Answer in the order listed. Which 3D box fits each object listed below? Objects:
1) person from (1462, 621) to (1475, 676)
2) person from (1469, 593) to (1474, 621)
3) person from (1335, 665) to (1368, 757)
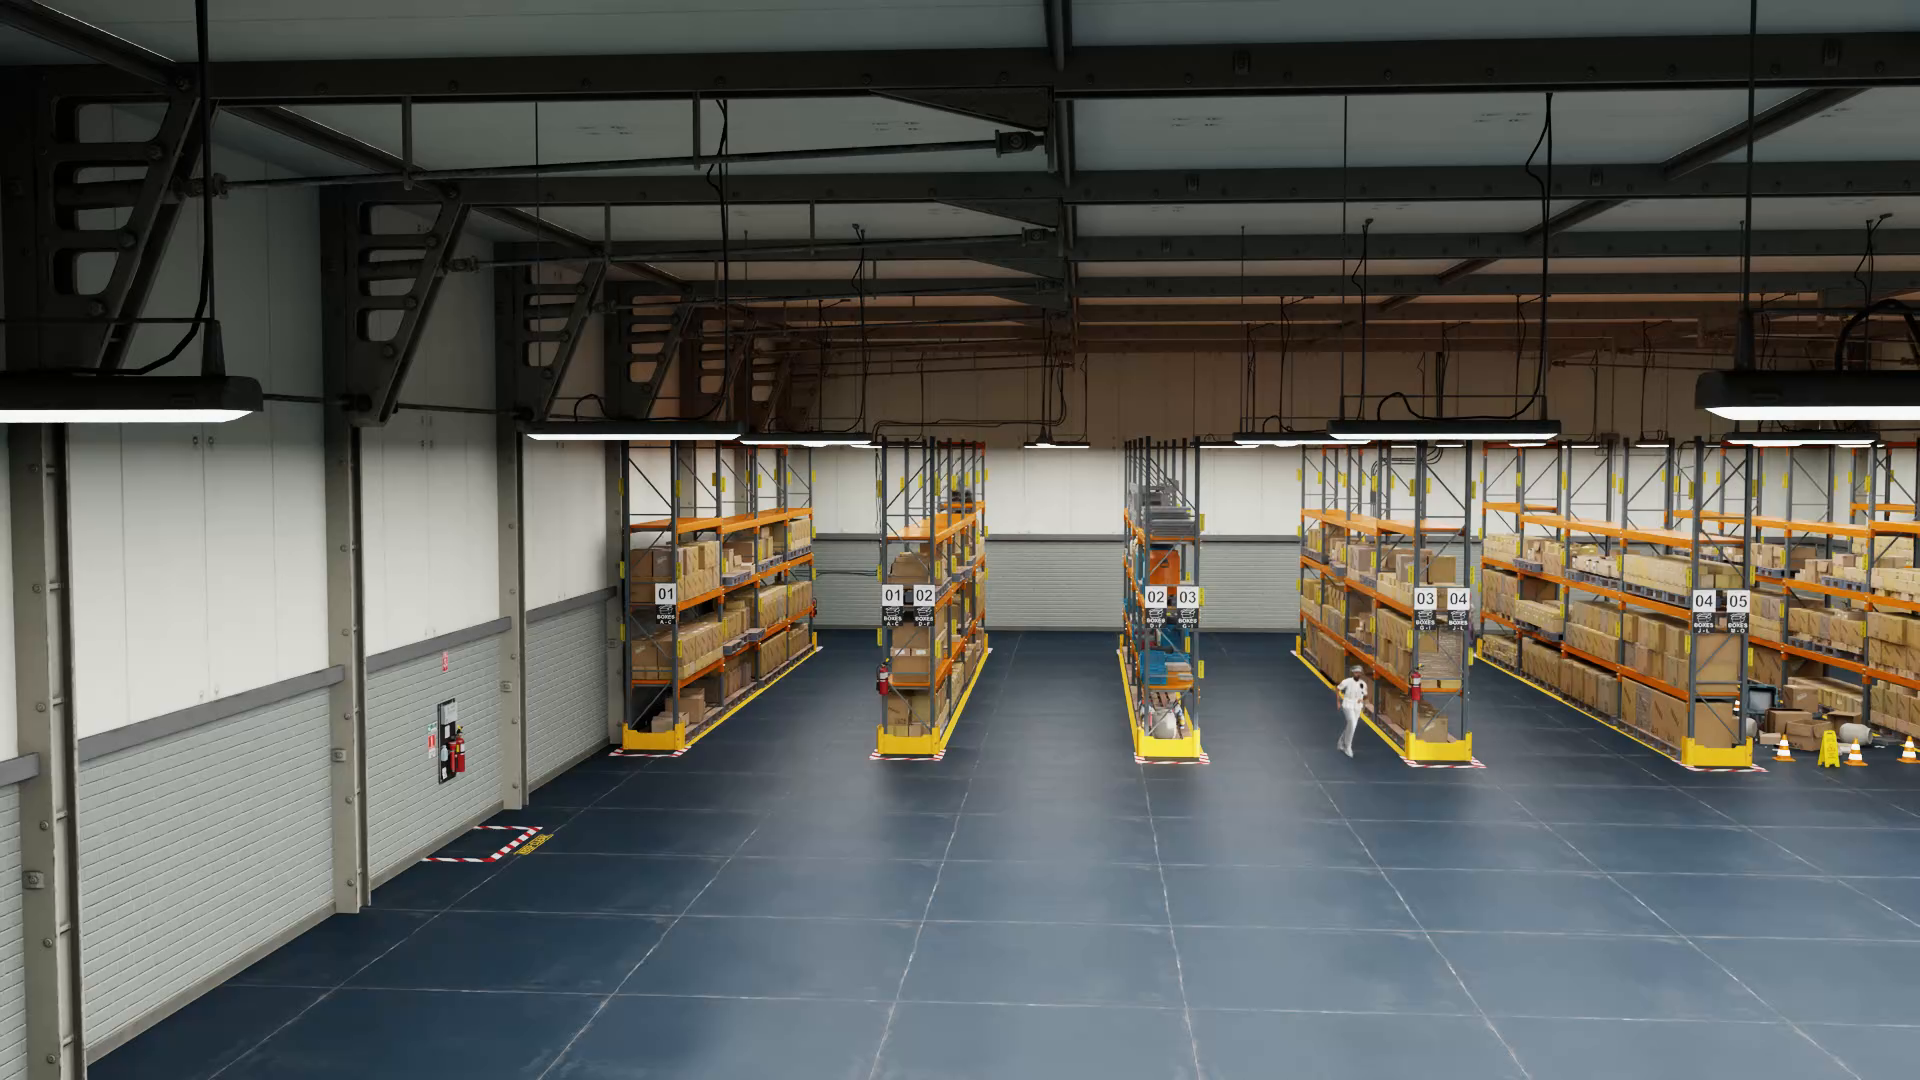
[{"bbox_3d":[12.918,2.635,42.518,0.541,1.581,0.891,0,3,6],"label":"person"},{"bbox_3d":[14.260,2.325,47.187,0.632,1.715,0.701,-2,4,-30],"label":"person"},{"bbox_3d":[7.431,3.204,31.430,0.549,1.695,0.668,-1,3,-11],"label":"person"}]
